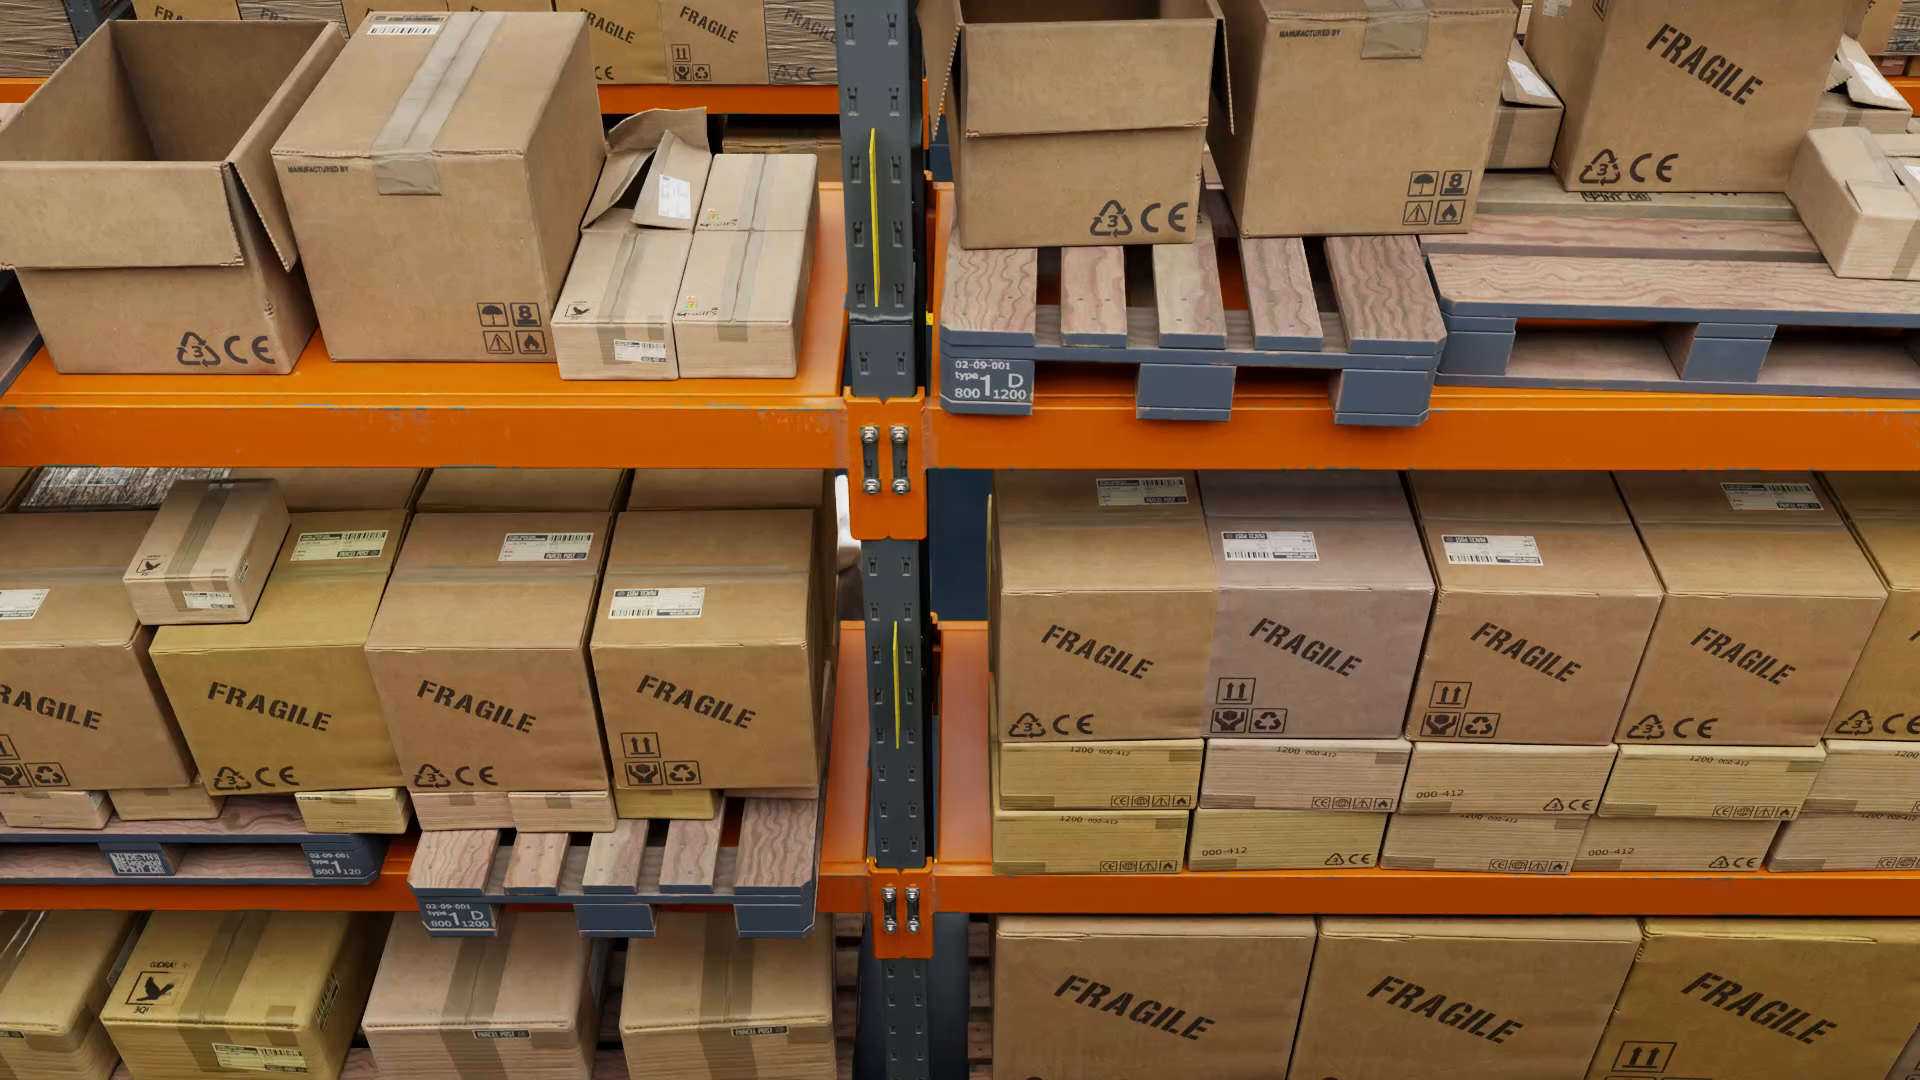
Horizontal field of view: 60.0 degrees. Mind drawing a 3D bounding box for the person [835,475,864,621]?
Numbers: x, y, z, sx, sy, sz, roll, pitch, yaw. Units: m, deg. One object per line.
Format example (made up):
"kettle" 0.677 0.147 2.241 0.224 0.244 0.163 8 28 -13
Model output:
"person" -0.641 0.240 6.420 0.979 1.030 0.486 -4 39 -4
